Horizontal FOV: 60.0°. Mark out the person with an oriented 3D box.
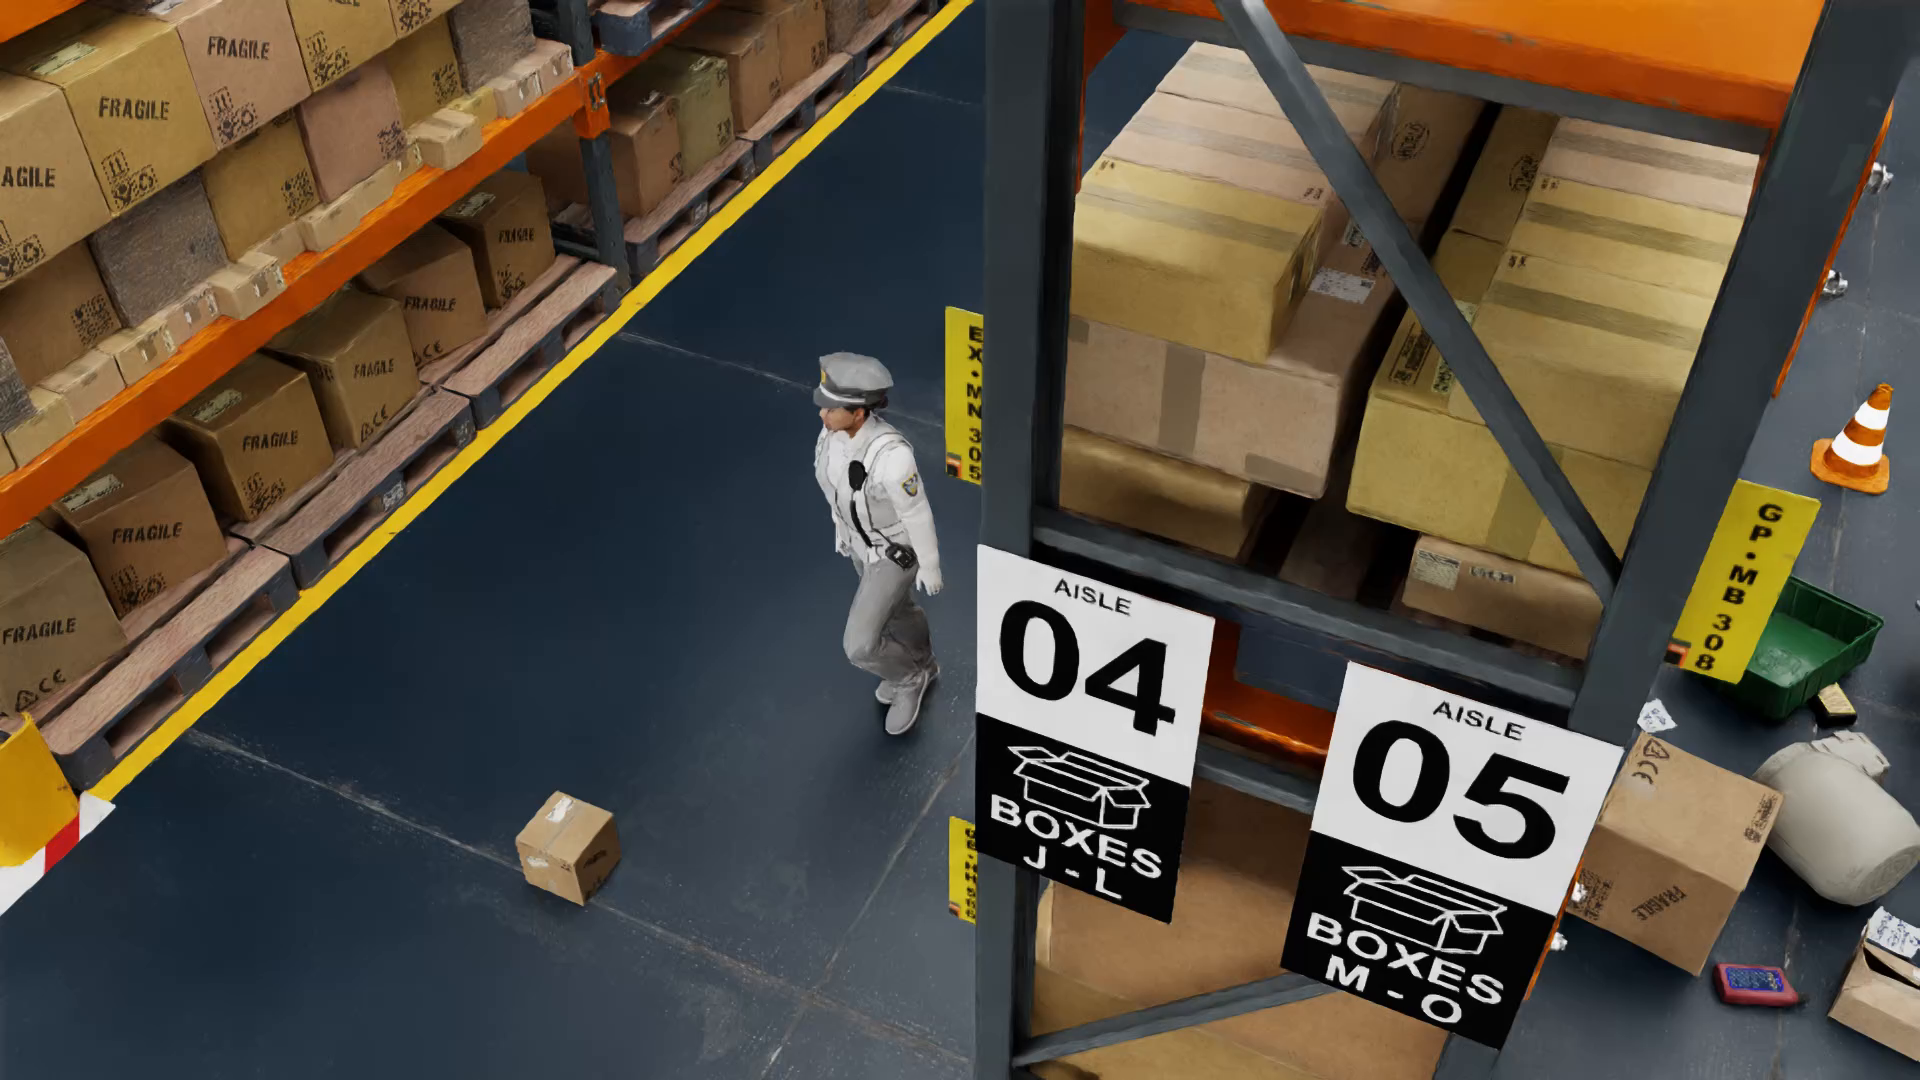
[{"bbox_3d":[-0.297,0.007,6.114,0.486,1.667,0.514,-23,47,-23],"label":"person"}]
